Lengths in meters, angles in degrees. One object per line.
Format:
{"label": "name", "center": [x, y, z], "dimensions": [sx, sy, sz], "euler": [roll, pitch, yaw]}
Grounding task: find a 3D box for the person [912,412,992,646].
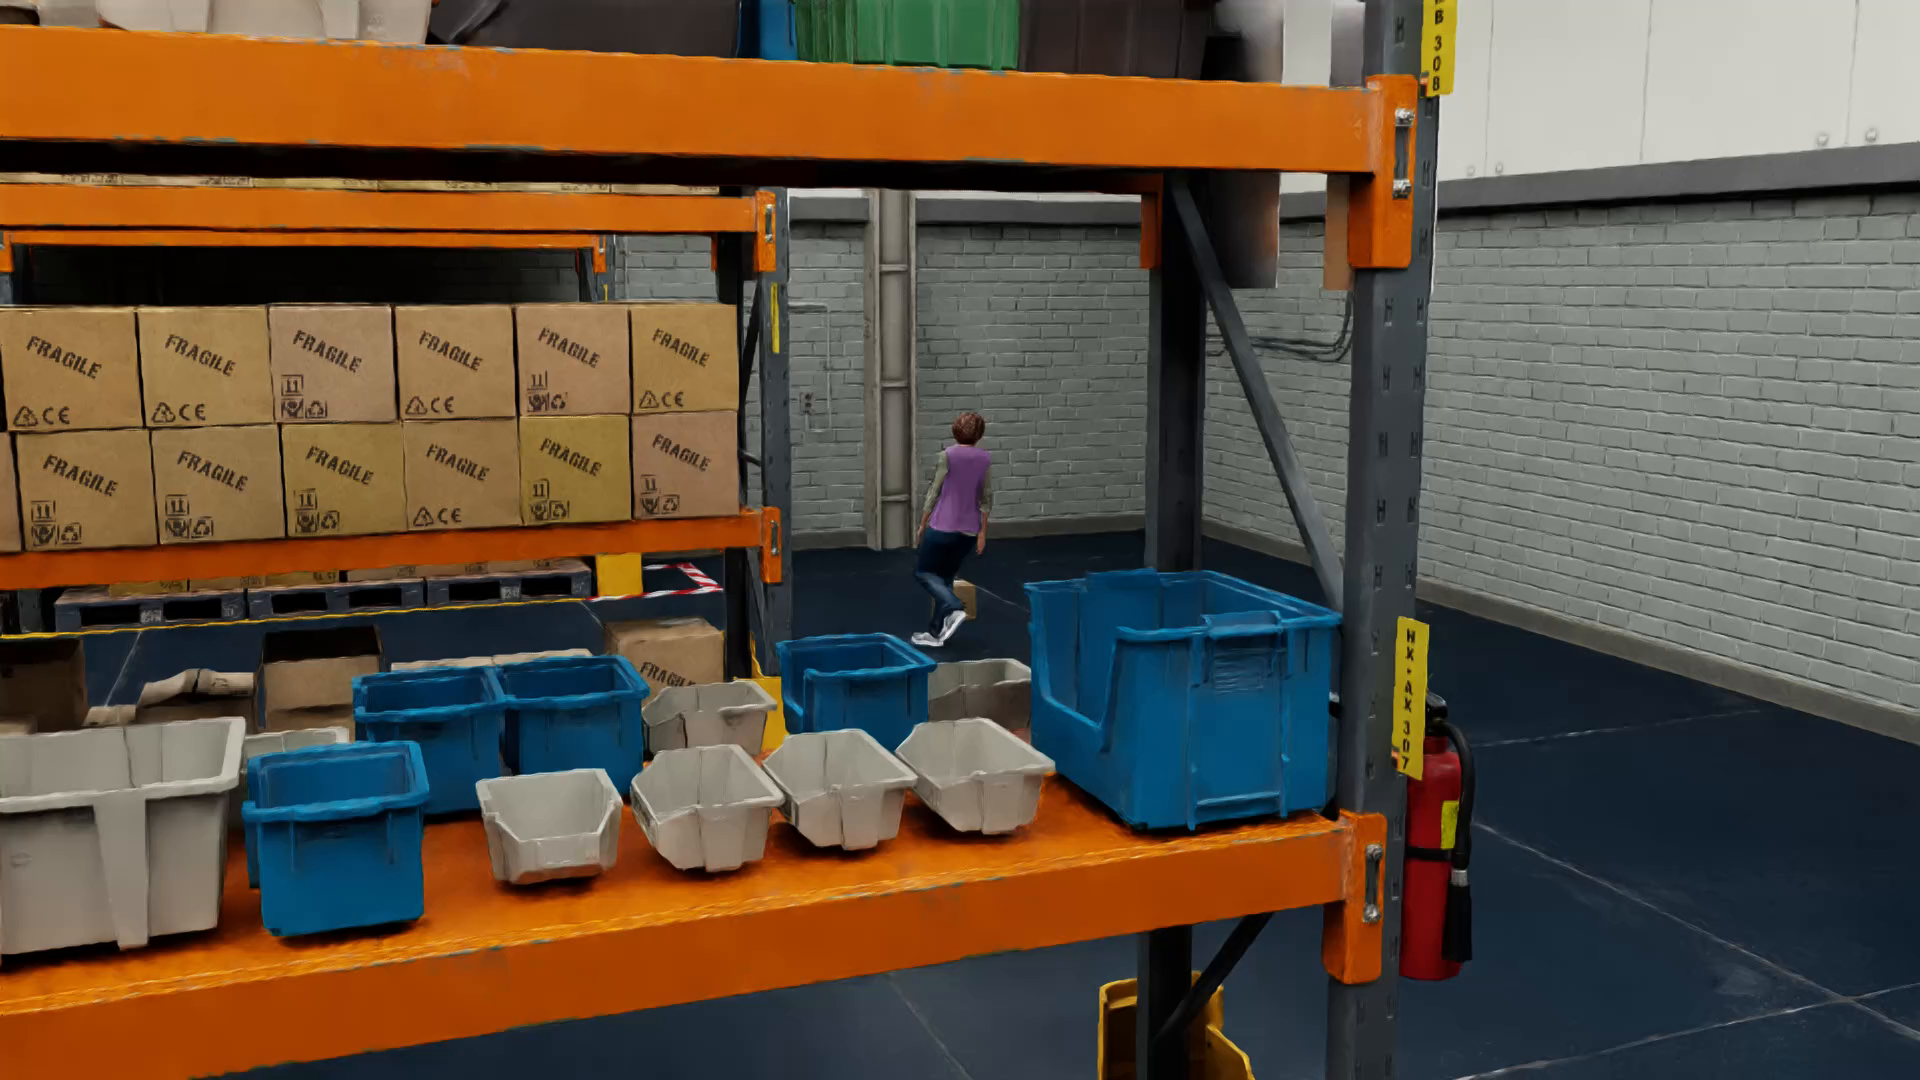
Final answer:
{"label": "person", "center": [-0.032, -0.061, 10.878], "dimensions": [0.466, 1.558, 0.562], "euler": [-5, 10, -29]}
